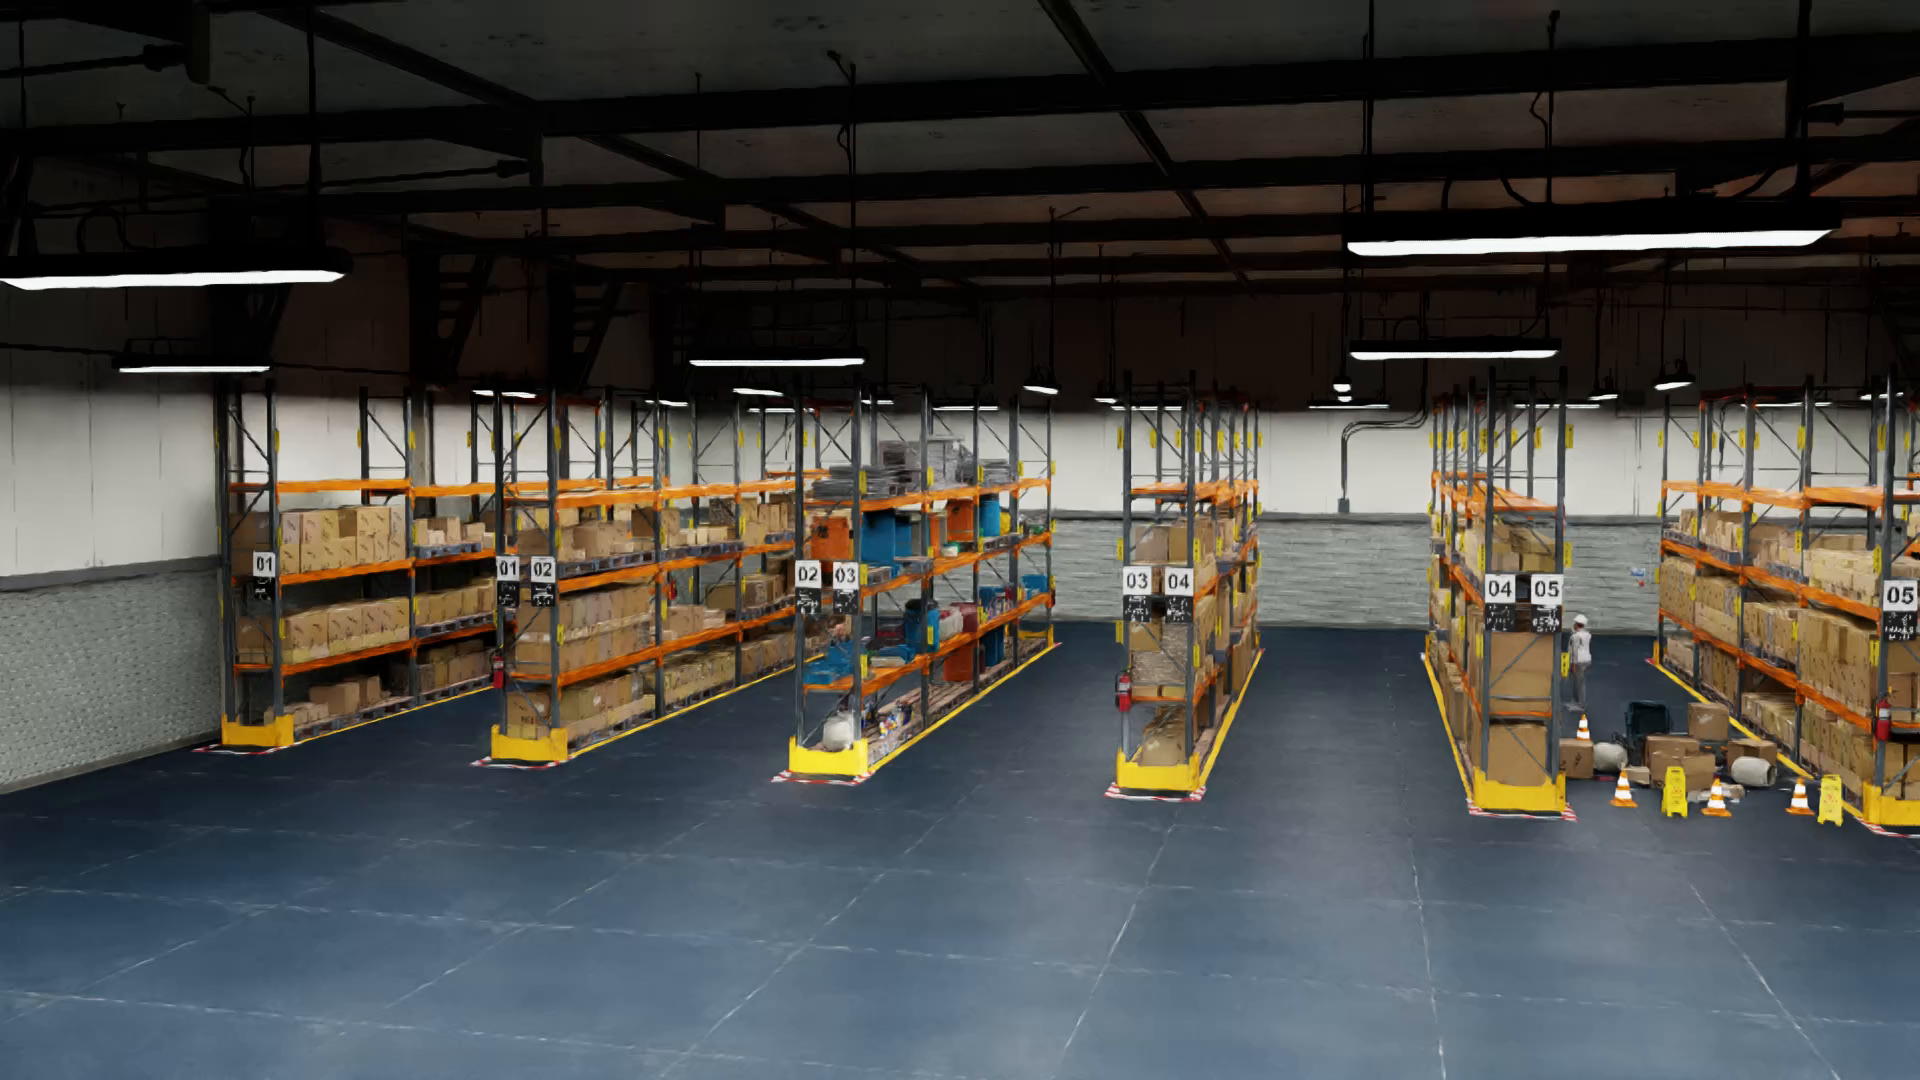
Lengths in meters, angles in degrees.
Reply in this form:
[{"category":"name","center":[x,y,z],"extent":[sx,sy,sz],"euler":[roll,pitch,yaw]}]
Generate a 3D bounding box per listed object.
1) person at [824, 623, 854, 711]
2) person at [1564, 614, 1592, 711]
[{"category":"person","center":[-2.163,2.384,30.519],"extent":[0.675,1.572,0.866],"euler":[1,4,19]},{"category":"person","center":[11.419,2.256,30.797],"extent":[0.494,1.775,0.578],"euler":[3,5,43]}]
